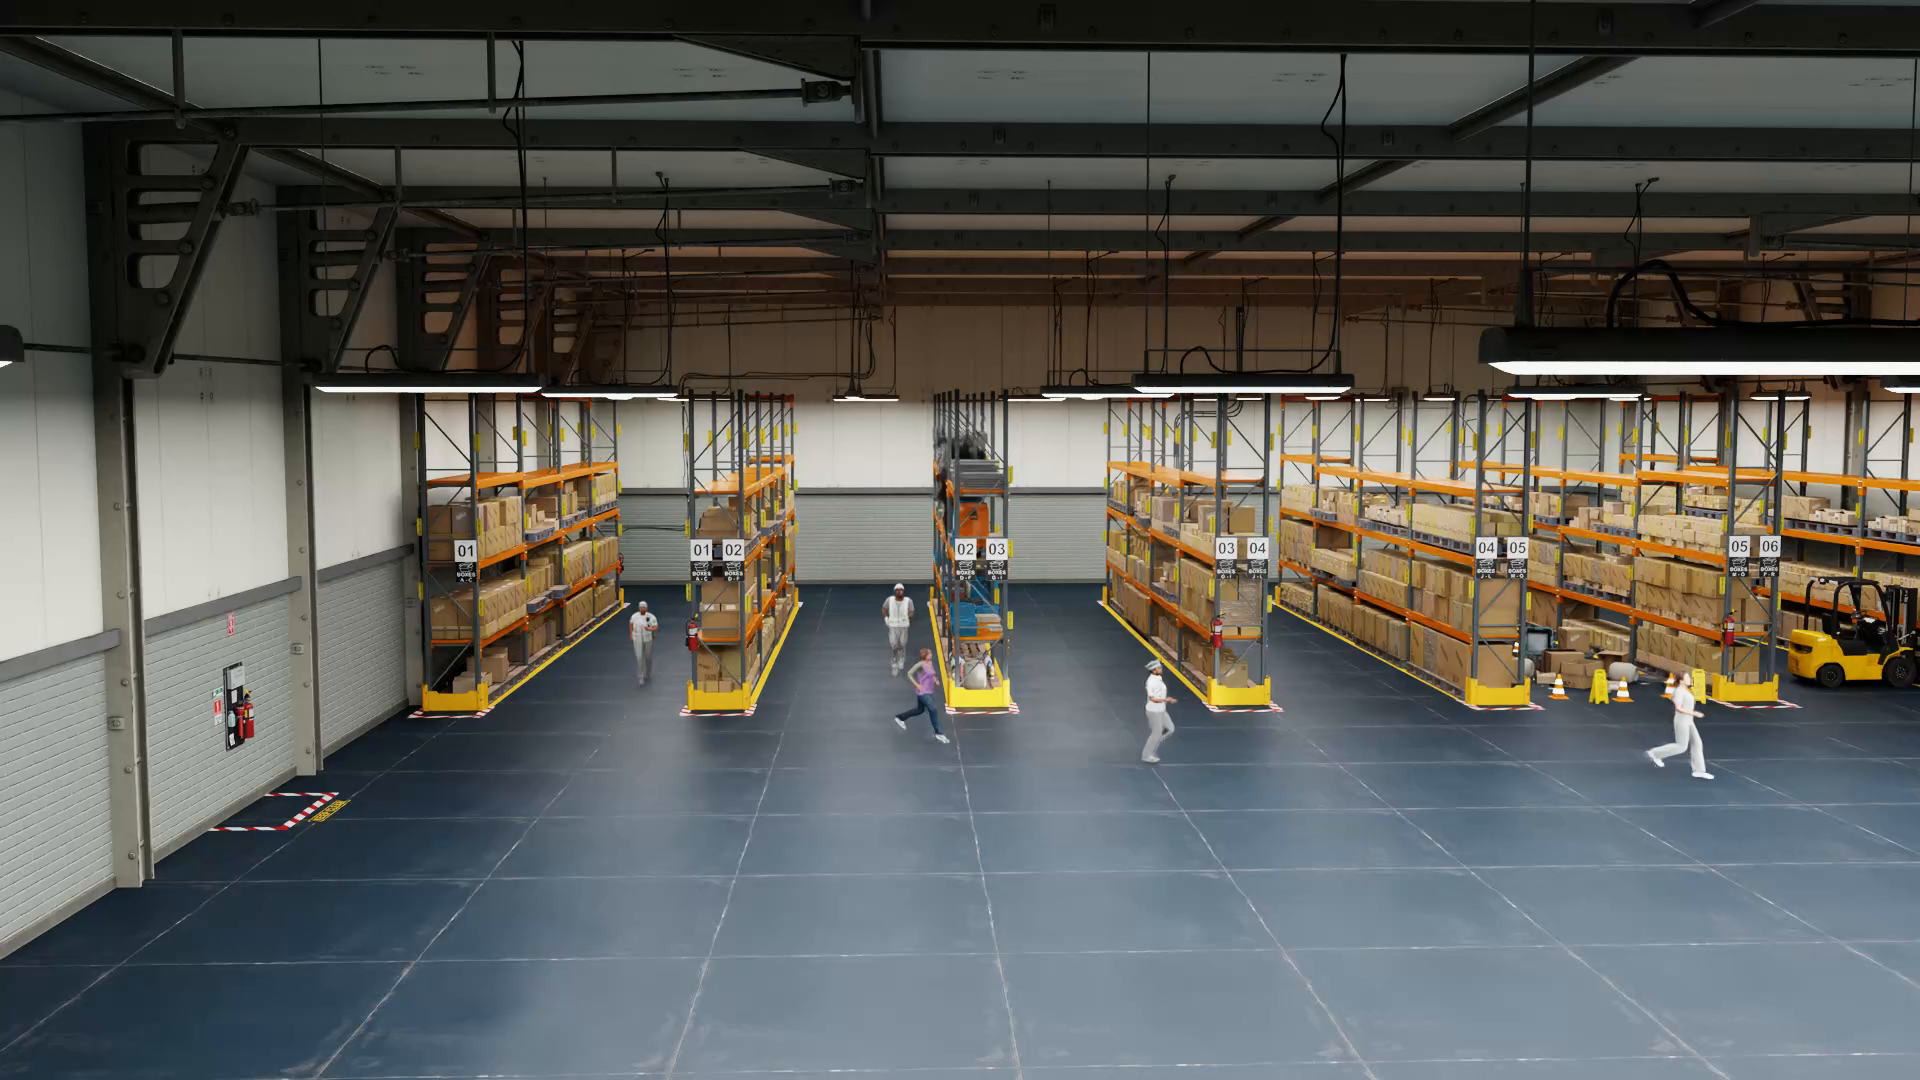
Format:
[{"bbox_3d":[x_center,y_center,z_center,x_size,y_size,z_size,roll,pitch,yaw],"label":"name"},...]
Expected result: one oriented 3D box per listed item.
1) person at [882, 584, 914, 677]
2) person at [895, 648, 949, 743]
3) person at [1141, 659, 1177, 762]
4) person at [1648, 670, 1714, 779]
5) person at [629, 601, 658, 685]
[{"bbox_3d":[-1.252,1.831,33.818,0.660,1.886,0.621,0,5,-3],"label":"person"},{"bbox_3d":[-0.641,2.628,28.356,1.032,1.589,0.506,2,5,19],"label":"person"},{"bbox_3d":[3.191,2.724,26.527,0.585,1.667,0.562,2,5,19],"label":"person"},{"bbox_3d":[11.108,2.818,25.561,0.945,1.644,0.583,3,6,33],"label":"person"},{"bbox_3d":[-6.497,2.083,34.173,0.599,1.668,0.937,-1,5,-8],"label":"person"}]
